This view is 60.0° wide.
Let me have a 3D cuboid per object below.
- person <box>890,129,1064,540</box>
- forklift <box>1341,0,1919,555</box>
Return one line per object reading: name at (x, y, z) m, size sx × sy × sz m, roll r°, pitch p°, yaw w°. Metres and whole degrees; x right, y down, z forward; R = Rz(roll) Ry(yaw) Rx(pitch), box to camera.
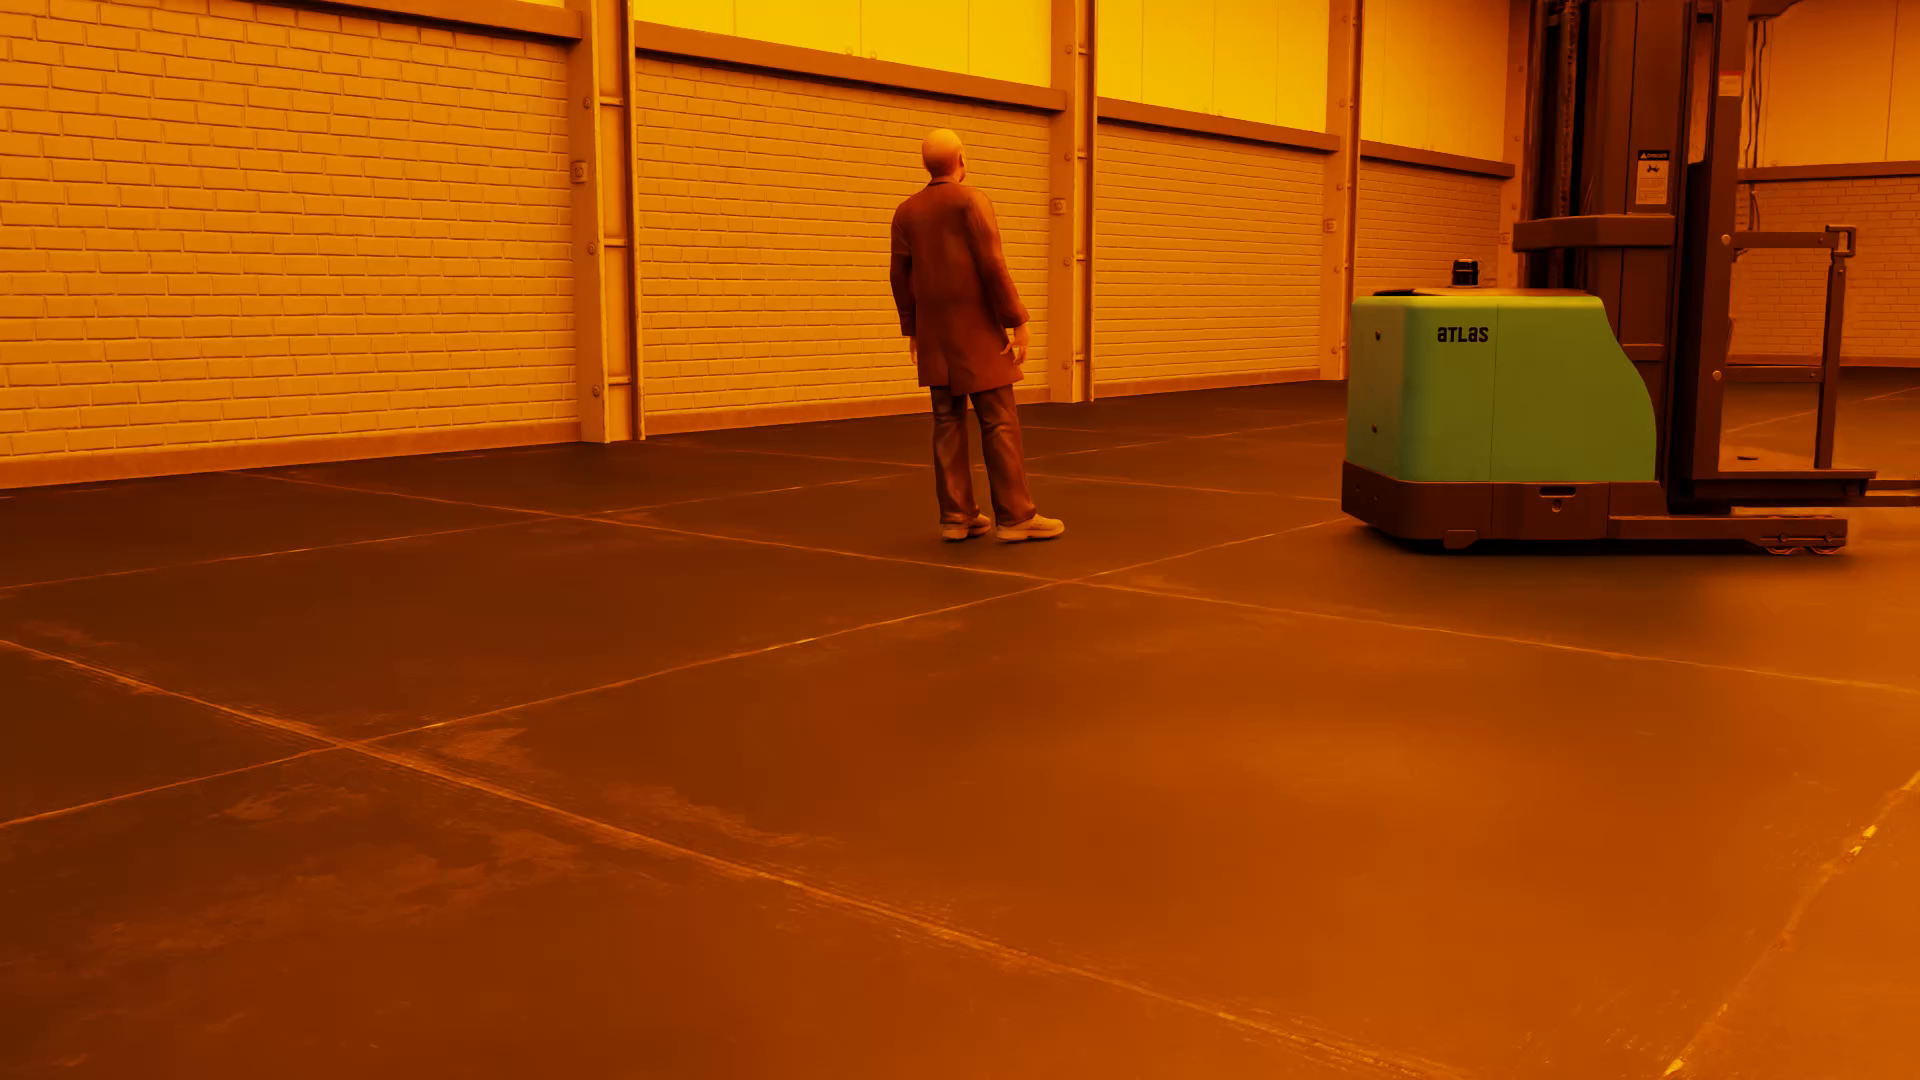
person at (0.061, -0.897, 7.342) m, size 0.694 × 1.776 × 0.582 m, roll 7°, pitch 11°, yaw 38°
forklift at (3.329, -1.462, 7.275) m, size 3.031 × 2.935 × 1.130 m, roll 0°, pitch 8°, yaw -2°
